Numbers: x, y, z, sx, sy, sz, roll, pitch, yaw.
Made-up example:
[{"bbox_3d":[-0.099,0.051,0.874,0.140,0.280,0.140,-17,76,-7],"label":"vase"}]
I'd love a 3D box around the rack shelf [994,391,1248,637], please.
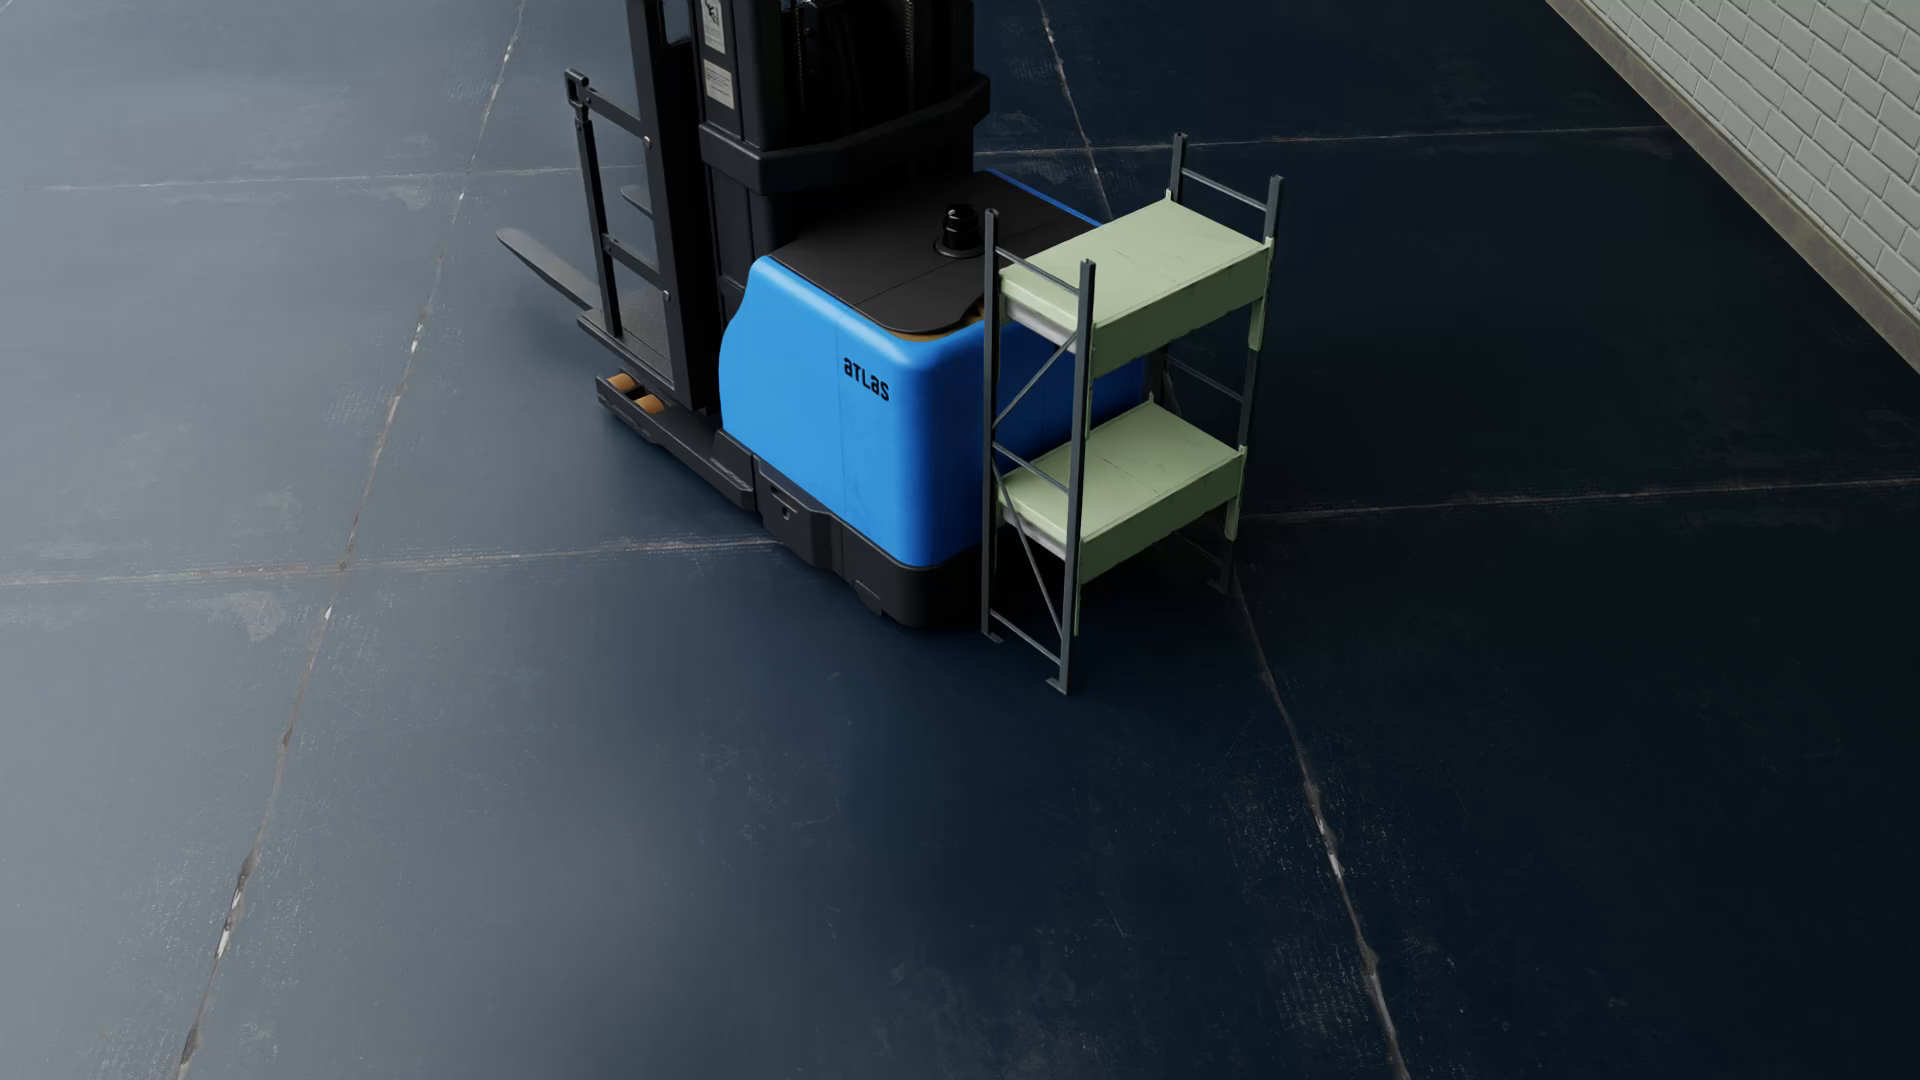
[{"bbox_3d":[0.483,-0.096,5.187,0.720,0.370,0.431,-28,46,-31],"label":"rack shelf"}]

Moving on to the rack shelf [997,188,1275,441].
[{"bbox_3d":[0.483,-0.658,4.743,0.720,0.370,0.431,-28,46,-31],"label":"rack shelf"}]

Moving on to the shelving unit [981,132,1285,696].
[{"bbox_3d":[0.483,-0.352,4.985,0.755,1.500,0.431,-28,46,-31],"label":"shelving unit"}]

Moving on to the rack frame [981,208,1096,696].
[{"bbox_3d":[0.206,-0.203,4.797,0.023,1.500,0.400,-28,46,-31],"label":"rack frame"}]

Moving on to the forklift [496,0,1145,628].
[{"bbox_3d":[-0.726,-1.708,5.548,1.130,2.935,3.031,-28,46,-31],"label":"forklift"}]

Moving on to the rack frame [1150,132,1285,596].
[{"bbox_3d":[0.760,-0.500,5.173,0.023,1.500,0.400,-28,46,-31],"label":"rack frame"}]
